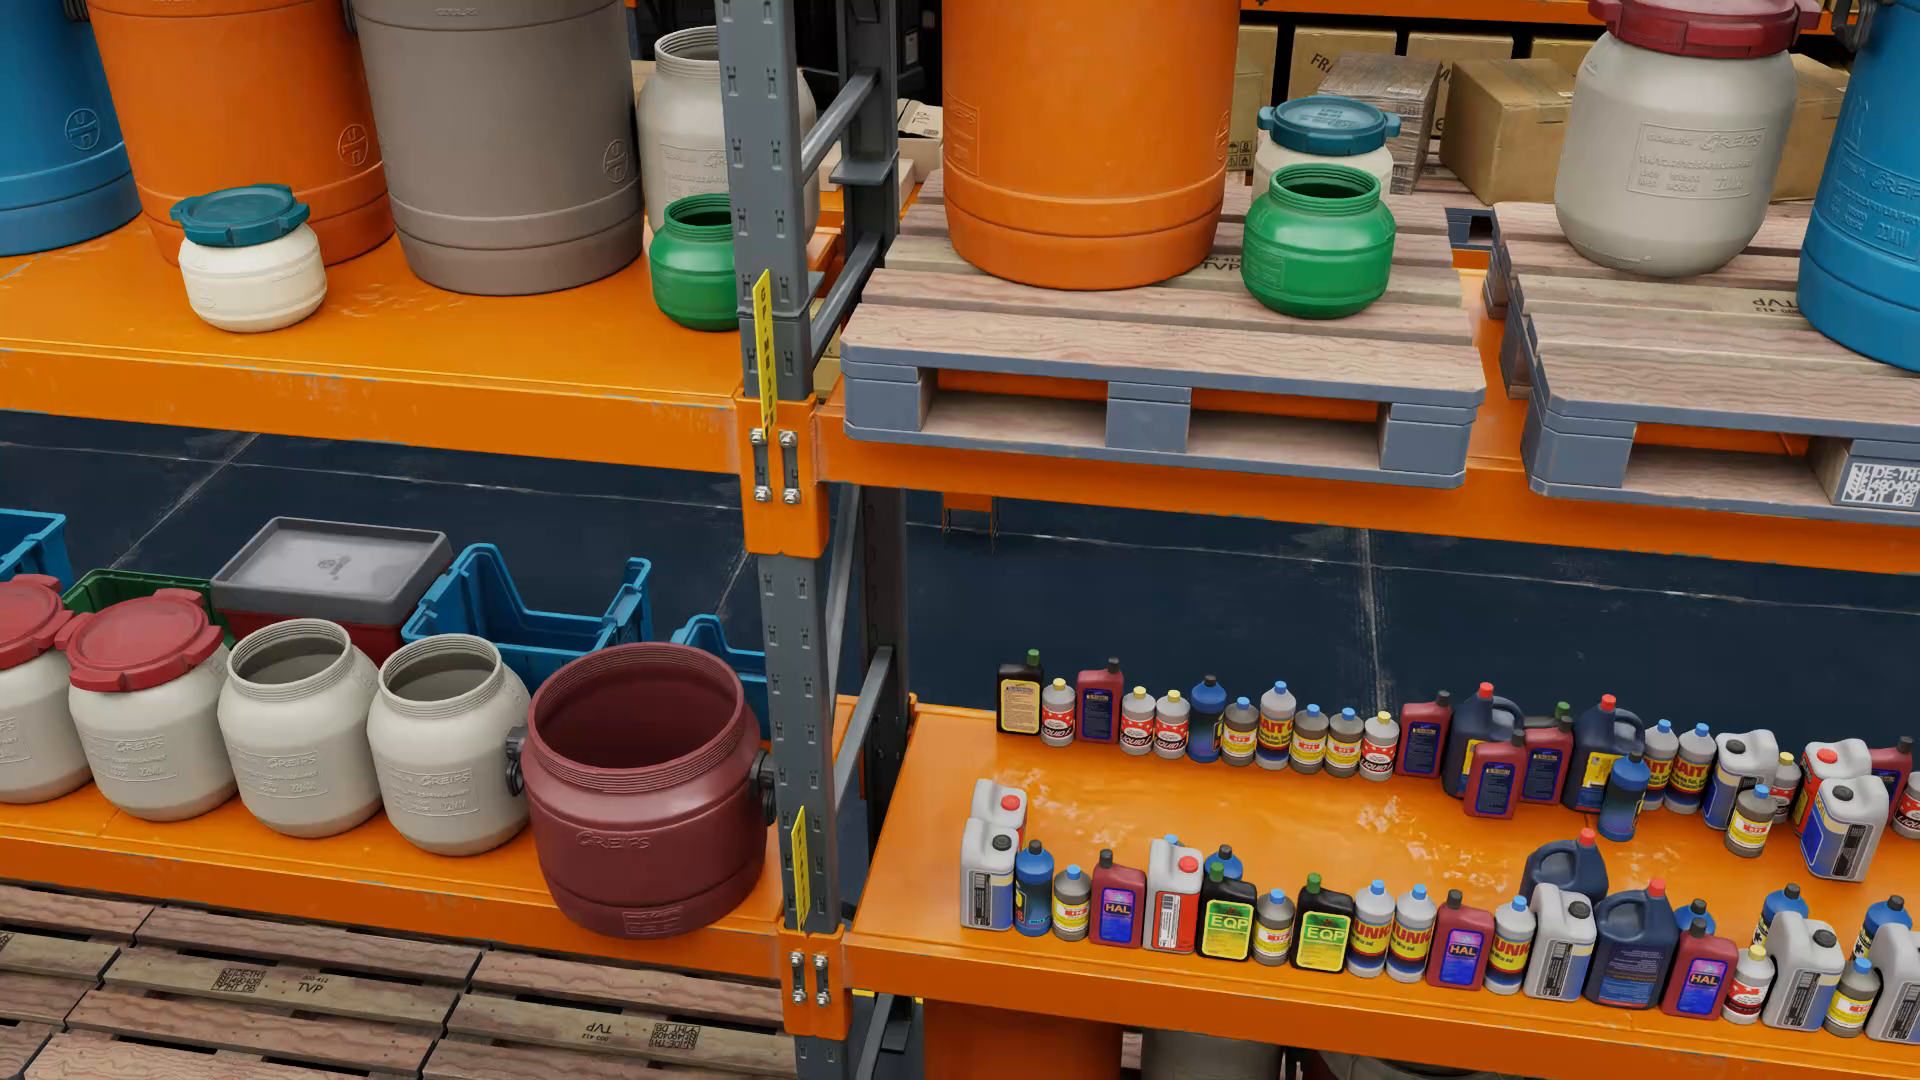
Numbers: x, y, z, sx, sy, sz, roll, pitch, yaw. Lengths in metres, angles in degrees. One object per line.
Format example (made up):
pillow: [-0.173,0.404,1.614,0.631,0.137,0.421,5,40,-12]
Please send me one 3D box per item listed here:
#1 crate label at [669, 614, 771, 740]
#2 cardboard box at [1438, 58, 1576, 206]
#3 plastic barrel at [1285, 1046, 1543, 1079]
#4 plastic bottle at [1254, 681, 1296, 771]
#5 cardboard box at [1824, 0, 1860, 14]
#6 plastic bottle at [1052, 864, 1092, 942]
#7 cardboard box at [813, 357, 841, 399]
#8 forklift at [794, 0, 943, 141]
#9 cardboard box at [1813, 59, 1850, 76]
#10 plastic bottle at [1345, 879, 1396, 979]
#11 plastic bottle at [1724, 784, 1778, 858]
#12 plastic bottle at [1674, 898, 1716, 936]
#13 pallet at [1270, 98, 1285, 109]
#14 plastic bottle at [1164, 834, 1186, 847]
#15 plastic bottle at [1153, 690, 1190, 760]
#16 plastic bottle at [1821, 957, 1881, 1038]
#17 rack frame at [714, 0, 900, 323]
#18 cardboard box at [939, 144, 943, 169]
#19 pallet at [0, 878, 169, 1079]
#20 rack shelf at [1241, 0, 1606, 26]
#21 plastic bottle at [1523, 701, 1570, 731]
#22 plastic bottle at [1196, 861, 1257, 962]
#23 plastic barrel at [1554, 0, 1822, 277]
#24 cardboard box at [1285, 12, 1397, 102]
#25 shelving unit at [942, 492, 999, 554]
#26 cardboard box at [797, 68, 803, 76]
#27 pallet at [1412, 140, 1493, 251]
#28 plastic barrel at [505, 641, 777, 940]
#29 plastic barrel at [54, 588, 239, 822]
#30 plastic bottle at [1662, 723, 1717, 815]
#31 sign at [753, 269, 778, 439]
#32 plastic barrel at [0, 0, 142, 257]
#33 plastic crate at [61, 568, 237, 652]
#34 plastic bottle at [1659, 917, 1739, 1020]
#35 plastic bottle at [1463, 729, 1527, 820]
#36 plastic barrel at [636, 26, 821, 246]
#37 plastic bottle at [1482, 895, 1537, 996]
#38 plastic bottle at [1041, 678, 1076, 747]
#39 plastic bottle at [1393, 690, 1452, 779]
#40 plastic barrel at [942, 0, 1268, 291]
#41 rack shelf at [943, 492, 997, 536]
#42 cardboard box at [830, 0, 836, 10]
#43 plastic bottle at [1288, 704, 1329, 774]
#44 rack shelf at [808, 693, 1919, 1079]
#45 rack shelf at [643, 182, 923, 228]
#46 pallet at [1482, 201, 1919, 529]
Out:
crate label: [-0.648,0.413,4.921,0.416,0.233,0.303,5,32,8]
cardboard box: [2.732,-2.004,8.134,0.500,0.500,0.700,-3,32,-4]
plastic barrel: [1.302,1.555,4.815,0.708,0.588,0.600,5,32,8]
plastic bottle: [0.896,0.518,4.716,0.097,0.271,0.097,0,32,0]
cardboard box: [6.564,-4.251,11.932,0.700,0.700,0.980,4,32,7]
plastic bottle: [0.282,0.901,4.171,0.097,0.201,0.097,0,32,0]
cardboard box: [-0.528,-0.991,9.202,0.500,0.250,0.500,5,32,8]
forklift: [-0.394,-3.288,10.740,1.130,2.935,3.031,18,36,27]
cardboard box: [6.340,-3.396,12.197,0.250,0.149,0.380,6,33,10]
plastic bottle: [1.001,0.936,4.049,0.097,0.271,0.097,0,32,0]
plastic bottle: [2.111,0.740,4.428,0.097,0.201,0.097,0,32,0]
plastic bottle: [1.745,0.971,3.993,0.097,0.271,0.097,0,32,0]
pallet: [2.135,-3.314,13.346,1.213,0.211,1.003,5,32,8]
plastic bottle: [0.535,0.842,4.265,0.097,0.201,0.097,0,32,0]
plastic bottle: [0.608,0.522,4.777,0.097,0.201,0.097,0,32,0]
plastic bottle: [2.095,1.065,3.909,0.097,0.201,0.097,0,32,0]
rack frame: [-0.296,-1.968,2.912,0.127,3.000,1.000,5,32,8]
cardboard box: [0.190,-2.032,8.754,0.500,0.311,0.500,7,33,11]
pallet: [-3.459,1.450,5.734,1.213,0.211,1.003,5,32,8]
rack shelf: [3.342,-4.123,12.687,4.000,0.370,1.077,5,32,8]
plastic bottle: [1.615,0.568,4.625,0.133,0.283,0.061,5,32,8]
plastic bottle: [0.656,0.910,4.080,0.133,0.283,0.061,5,32,8]
plastic barrel: [1.477,-0.852,3.433,0.433,0.535,0.433,0,32,0]
cardboard box: [2.936,-3.657,12.896,0.750,0.750,0.750,5,32,8]
shelving unit: [0.053,-0.440,7.964,0.252,1.050,0.215,5,32,8]
cardboard box: [-1.116,-2.199,8.841,0.500,0.500,0.500,3,32,6]
pallet: [2.459,-1.762,8.419,1.213,0.211,1.003,5,32,8]
plastic barrel: [-0.805,0.635,4.281,0.708,0.536,0.600,5,32,8]
plastic barrel: [-2.183,0.465,4.552,0.433,0.535,0.433,0,32,0]
plastic bottle: [2.003,0.618,4.556,0.097,0.271,0.097,0,32,0]
sign: [-0.382,-0.363,3.275,0.005,0.325,0.100,5,32,8]
plastic barrel: [-2.412,-1.217,4.067,0.708,0.901,0.600,5,32,8]
plastic crate: [-2.475,0.316,5.118,0.662,0.188,0.450,5,32,8]
plastic bottle: [1.750,1.009,3.921,0.133,0.283,0.061,5,32,8]
plastic bottle: [1.459,0.632,4.524,0.133,0.283,0.061,5,32,8]
plastic barrel: [-0.551,-0.931,3.978,0.421,0.512,0.421,0,32,0]
plastic bottle: [1.324,0.965,4.002,0.097,0.271,0.097,0,32,0]
plastic bottle: [0.285,0.492,4.823,0.097,0.201,0.097,0,32,0]
plastic bottle: [1.301,0.540,4.670,0.133,0.283,0.061,5,32,8]
plastic barrel: [0.263,-1.004,3.399,0.708,0.830,0.600,5,32,8]
rack shelf: [0.053,-0.196,8.117,0.240,0.259,0.215,5,32,8]
cardboard box: [-0.896,-4.269,13.477,0.500,0.250,0.500,4,32,7]
plastic bottle: [0.992,0.556,4.721,0.097,0.201,0.097,0,32,0]
rack shelf: [1.675,1.059,4.409,4.000,0.370,1.077,5,32,8]
rack shelf: [-1.431,-1.889,9.118,4.000,0.370,1.077,5,32,8]
pallet: [1.739,-0.378,3.377,1.213,0.211,1.003,5,32,8]
